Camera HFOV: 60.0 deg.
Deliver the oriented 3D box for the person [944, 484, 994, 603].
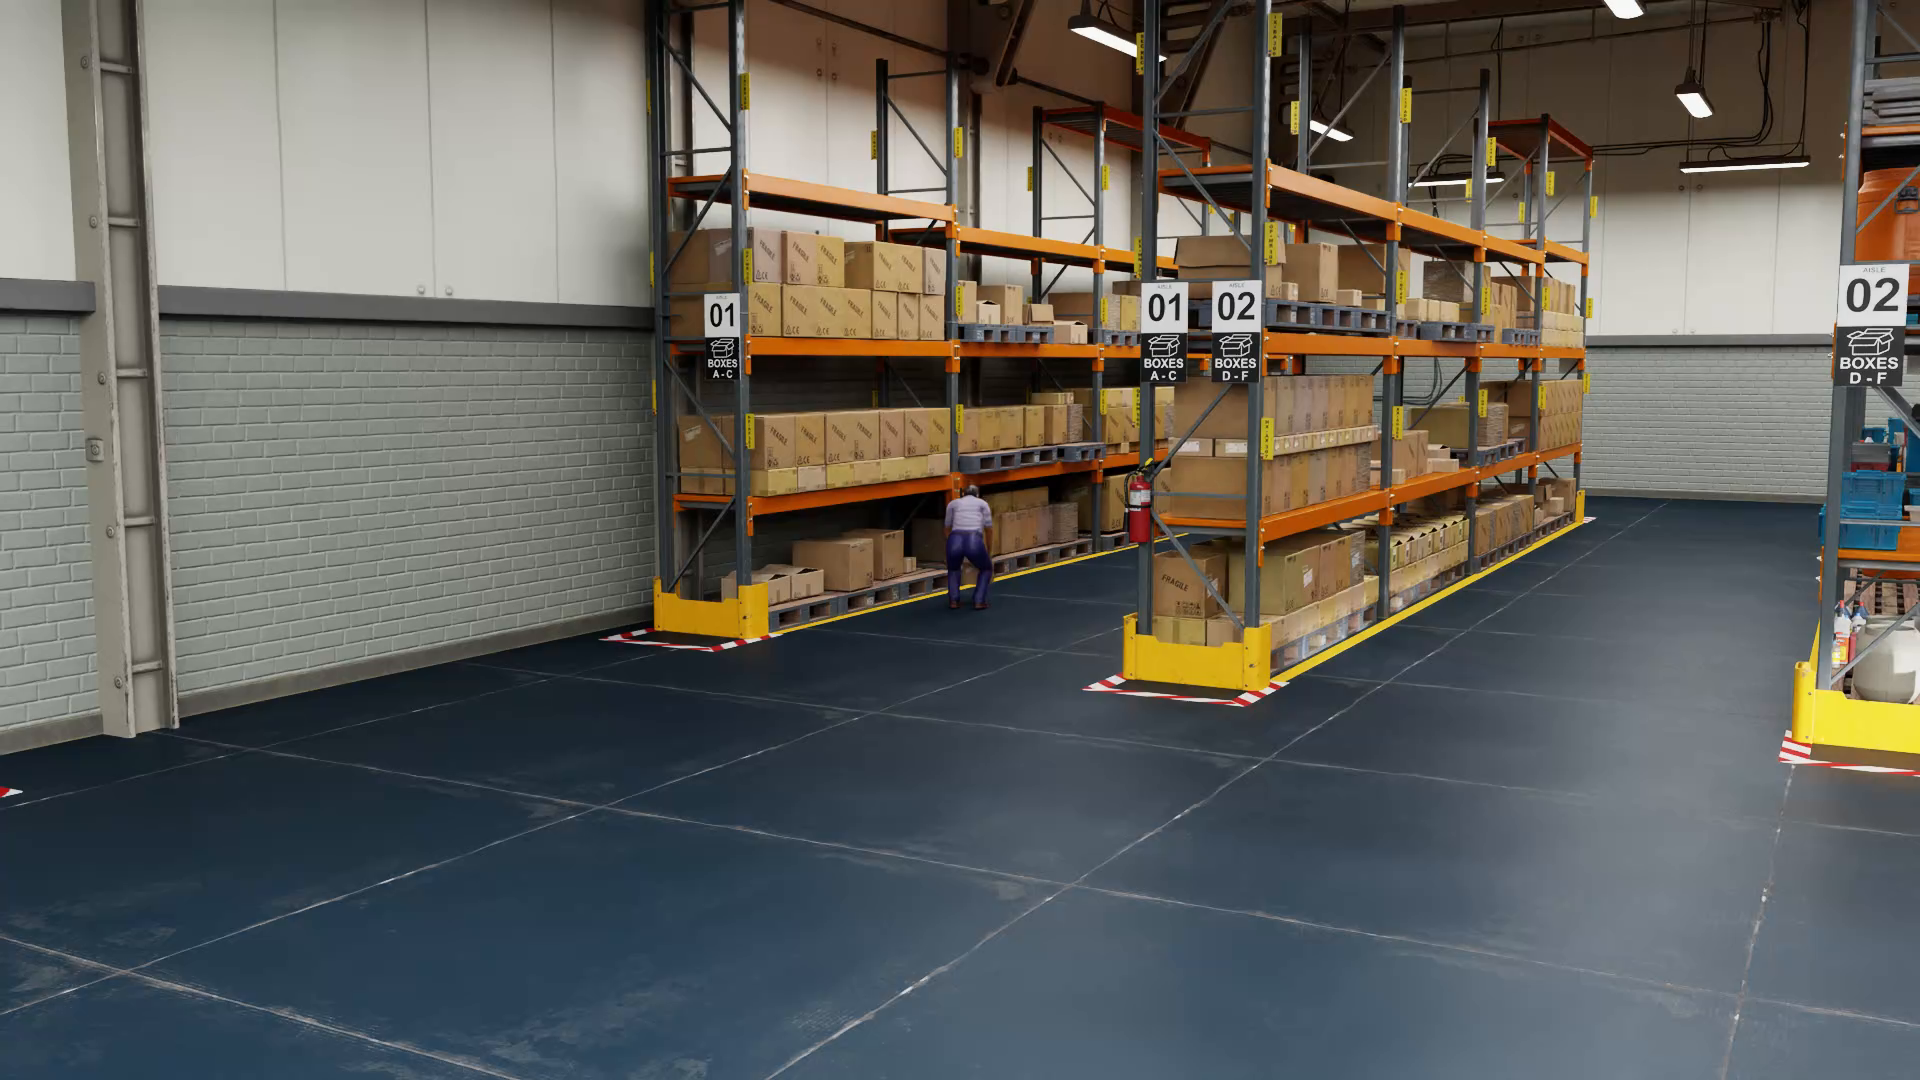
[{"bbox_3d":[0.064,0.045,17.492,0.536,1.226,0.702,2,6,15],"label":"person"}]
